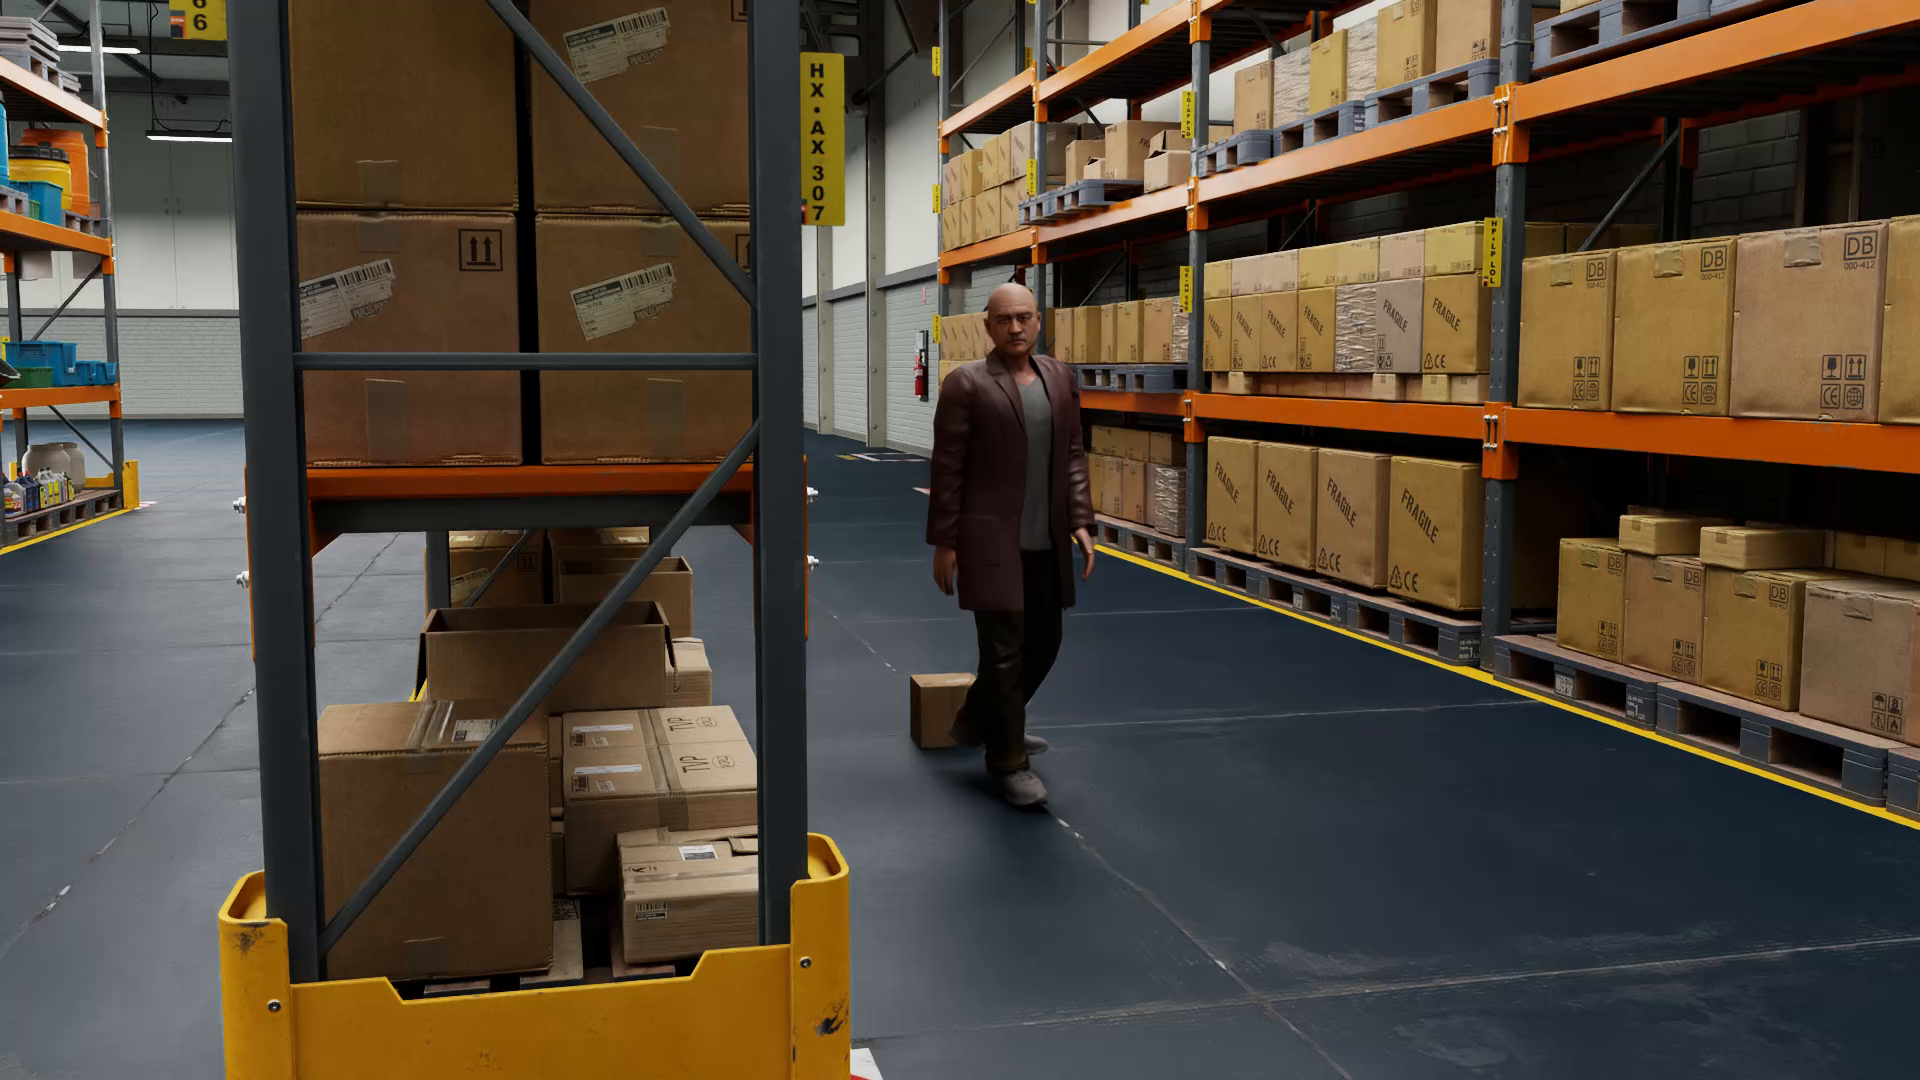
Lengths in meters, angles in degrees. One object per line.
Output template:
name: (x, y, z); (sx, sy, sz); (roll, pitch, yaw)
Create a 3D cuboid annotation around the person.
person: (0.153, 0.000, 5.834); (0.607, 1.774, 0.699); (-4, 7, -32)
